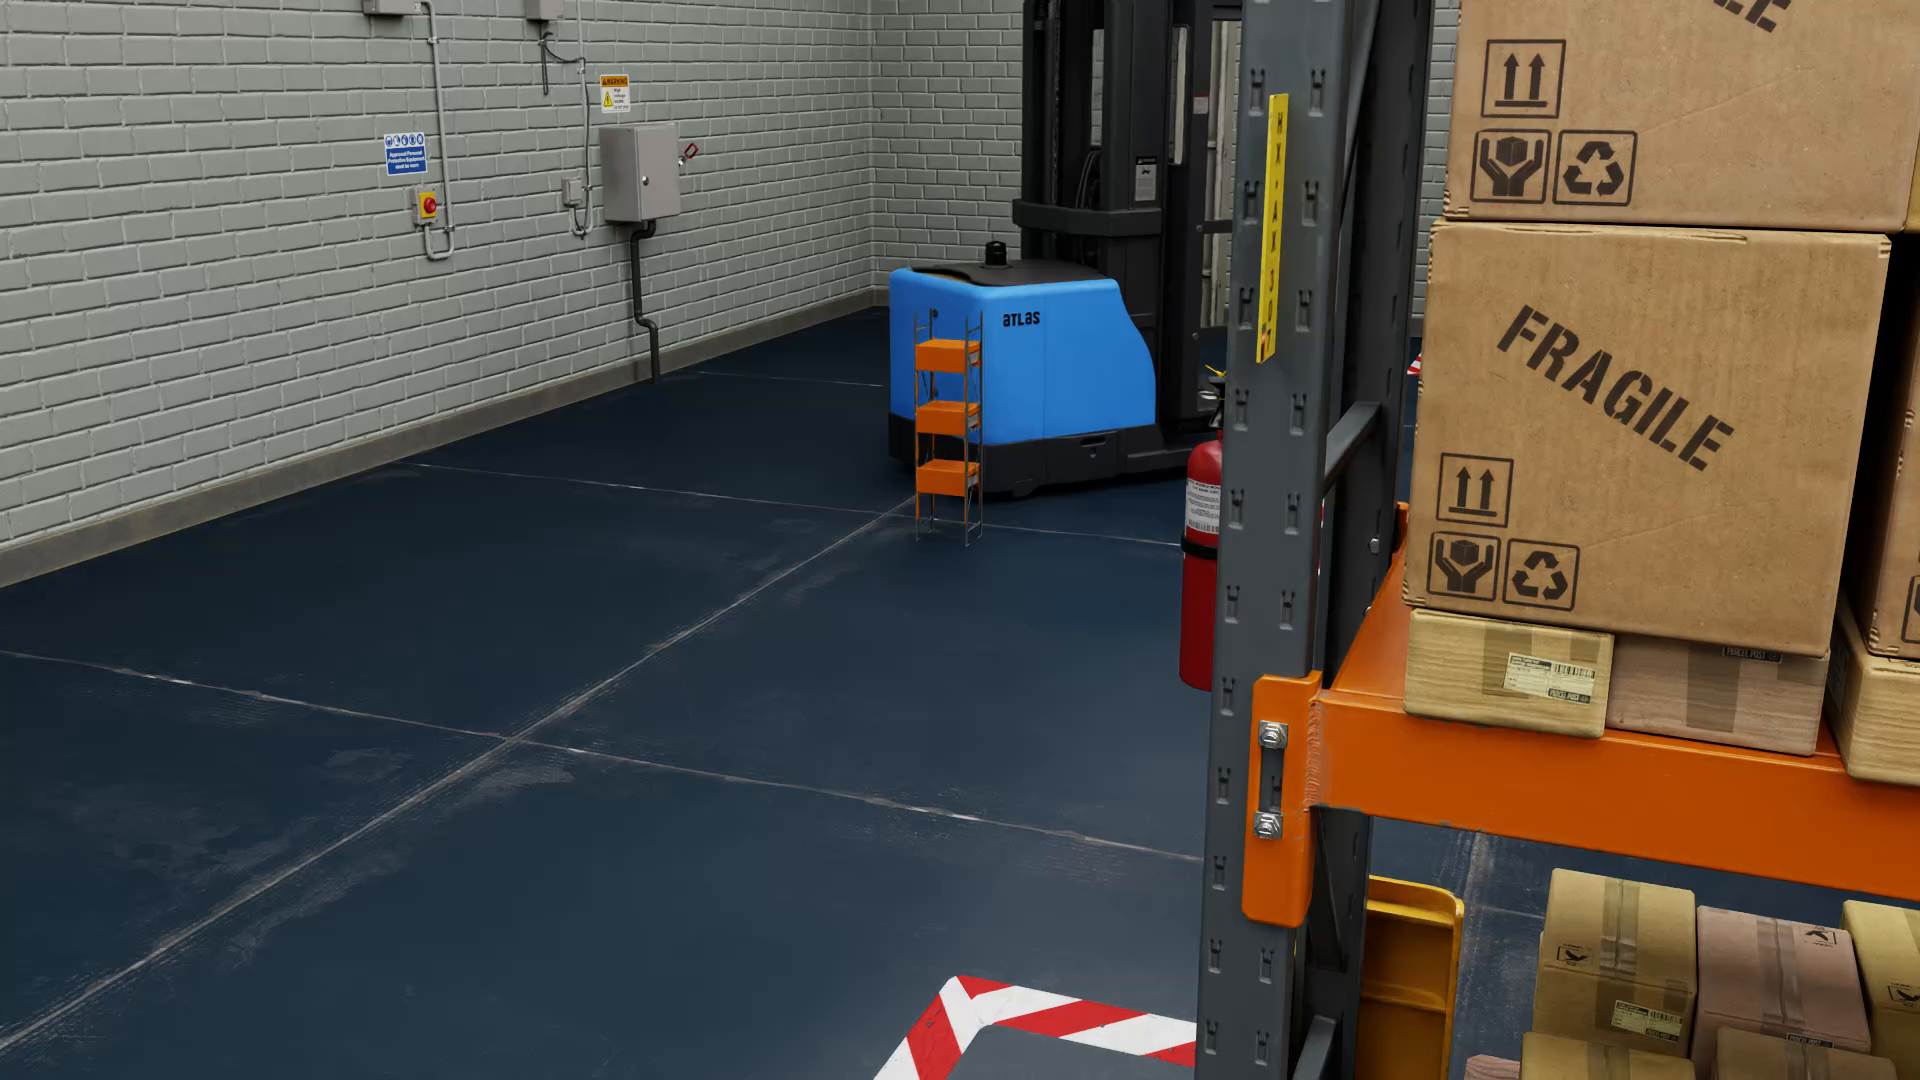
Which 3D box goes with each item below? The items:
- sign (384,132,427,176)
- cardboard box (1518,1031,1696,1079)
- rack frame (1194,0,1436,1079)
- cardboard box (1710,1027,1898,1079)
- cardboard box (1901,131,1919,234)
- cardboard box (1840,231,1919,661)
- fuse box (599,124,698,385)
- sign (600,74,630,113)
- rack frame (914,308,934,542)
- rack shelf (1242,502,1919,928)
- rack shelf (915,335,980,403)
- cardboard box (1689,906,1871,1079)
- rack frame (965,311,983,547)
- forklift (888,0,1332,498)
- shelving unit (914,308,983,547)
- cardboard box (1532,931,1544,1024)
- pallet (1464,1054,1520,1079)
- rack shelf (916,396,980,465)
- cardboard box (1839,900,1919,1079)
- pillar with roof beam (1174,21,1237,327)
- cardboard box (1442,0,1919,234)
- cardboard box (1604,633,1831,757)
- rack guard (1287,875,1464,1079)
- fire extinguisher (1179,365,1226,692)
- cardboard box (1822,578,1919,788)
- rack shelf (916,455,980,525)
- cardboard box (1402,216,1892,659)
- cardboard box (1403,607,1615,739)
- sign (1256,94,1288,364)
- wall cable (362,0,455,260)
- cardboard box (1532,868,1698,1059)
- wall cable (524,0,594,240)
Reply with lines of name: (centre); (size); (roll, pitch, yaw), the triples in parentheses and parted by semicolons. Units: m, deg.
sign: (-3.016, -2.103, 9.051); (0.001, 0.218, 0.327); (6, 17, 21)
cardboard box: (0.953, 0.909, 2.454); (0.250, 0.149, 0.380); (5, 17, 18)
rack frame: (0.589, -0.113, 2.683); (0.053, 2.616, 0.949); (6, 17, 21)
cardboard box: (1.254, 0.906, 2.465); (0.250, 0.149, 0.380); (7, 17, 22)
cardboard box: (1.383, -0.620, 1.924); (0.500, 0.500, 0.500); (7, 18, 22)
cardboard box: (1.414, -0.139, 2.060); (0.500, 0.500, 0.500); (6, 17, 21)
fuse box: (-2.035, -1.890, 11.115); (0.414, 1.711, 0.539); (6, 17, 21)
sign: (-2.248, -2.912, 10.844); (0.001, 0.242, 0.339); (6, 17, 21)
rack frame: (-0.163, -0.522, 7.589); (0.008, 1.050, 0.200); (6, 17, 21)
rack shelf: (2.451, 0.436, 2.082); (4.000, 0.370, 1.077); (6, 17, 21)
rack shelf: (-0.050, -0.772, 7.470); (0.240, 0.259, 0.215); (6, 17, 21)
cardboard box: (1.389, 0.797, 2.842); (0.250, 0.149, 0.380); (7, 17, 22)
rack frame: (0.064, -0.497, 7.503); (0.008, 1.050, 0.200); (6, 17, 21)
forklift: (1.144, -1.902, 8.967); (3.031, 2.935, 1.130); (-9, 19, -29)
shelving unit: (-0.050, -0.510, 7.546); (0.252, 1.050, 0.215); (6, 17, 21)
cardboard box: (1.186, 0.890, 3.053); (0.250, 0.149, 0.380); (6, 17, 19)
pallet: (1.404, 1.325, 2.731); (1.213, 0.211, 1.003); (6, 17, 21)
rack shelf: (-0.050, -0.499, 7.549); (0.240, 0.259, 0.215); (6, 17, 21)
cardboard box: (1.676, 0.790, 2.865); (0.250, 0.149, 0.380); (6, 17, 19)
pillar with roof beam: (0.374, -4.970, 8.653); (0.400, 9.000, 9.100); (6, 17, 21)
cardboard box: (0.911, -0.670, 2.096); (0.500, 0.500, 0.500); (6, 17, 20)
cardboard box: (1.024, 0.140, 2.262); (0.250, 0.149, 0.380); (7, 18, 23)
rack guard: (0.661, 1.094, 3.008); (0.348, 0.500, 1.175); (6, 17, 21)
fire extinguisher: (0.526, -0.043, 3.250); (0.183, 0.674, 0.296); (6, 17, 21)
cardboard box: (1.254, 0.181, 2.119); (0.250, 0.149, 0.380); (6, 17, 19)
rack shelf: (-0.050, -0.233, 7.627); (0.240, 0.259, 0.215); (6, 17, 21)
cardboard box: (0.907, -0.187, 2.226); (0.500, 0.500, 0.500); (7, 18, 23)
cardboard box: (0.772, 0.125, 2.314); (0.250, 0.149, 0.380); (6, 17, 20)
sign: (0.392, -0.389, 2.081); (0.005, 0.325, 0.100); (6, 17, 21)
wall cable: (-2.941, -2.482, 8.964); (0.123, 1.953, 0.585); (6, 17, 21)
cardboard box: (1.176, 0.756, 2.982); (0.250, 0.149, 0.380); (6, 17, 21)
wall cable: (-2.432, -2.836, 10.240); (0.122, 1.984, 0.588); (6, 17, 21)
